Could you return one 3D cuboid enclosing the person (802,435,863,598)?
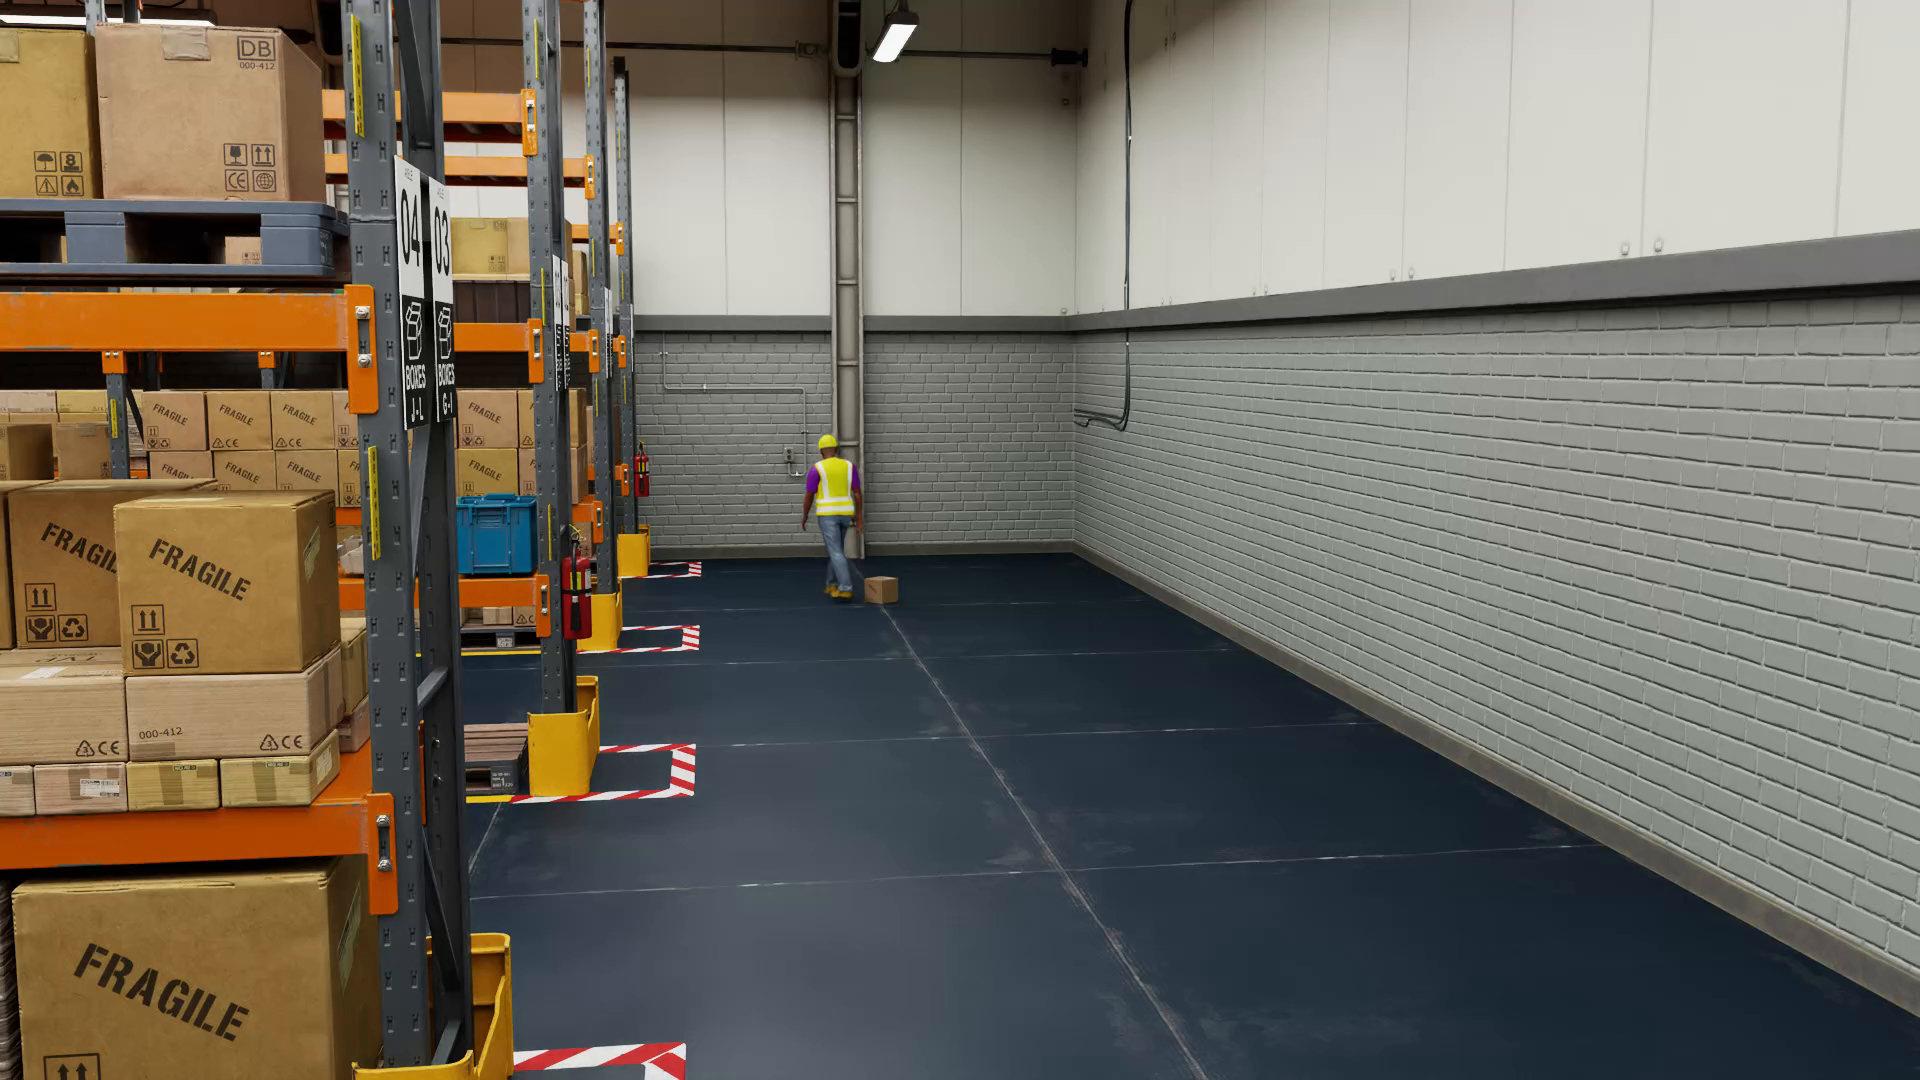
[{"bbox_3d":[-1.363,-0.238,17.789,0.600,1.777,0.880,-4,8,-34],"label":"person"}]
